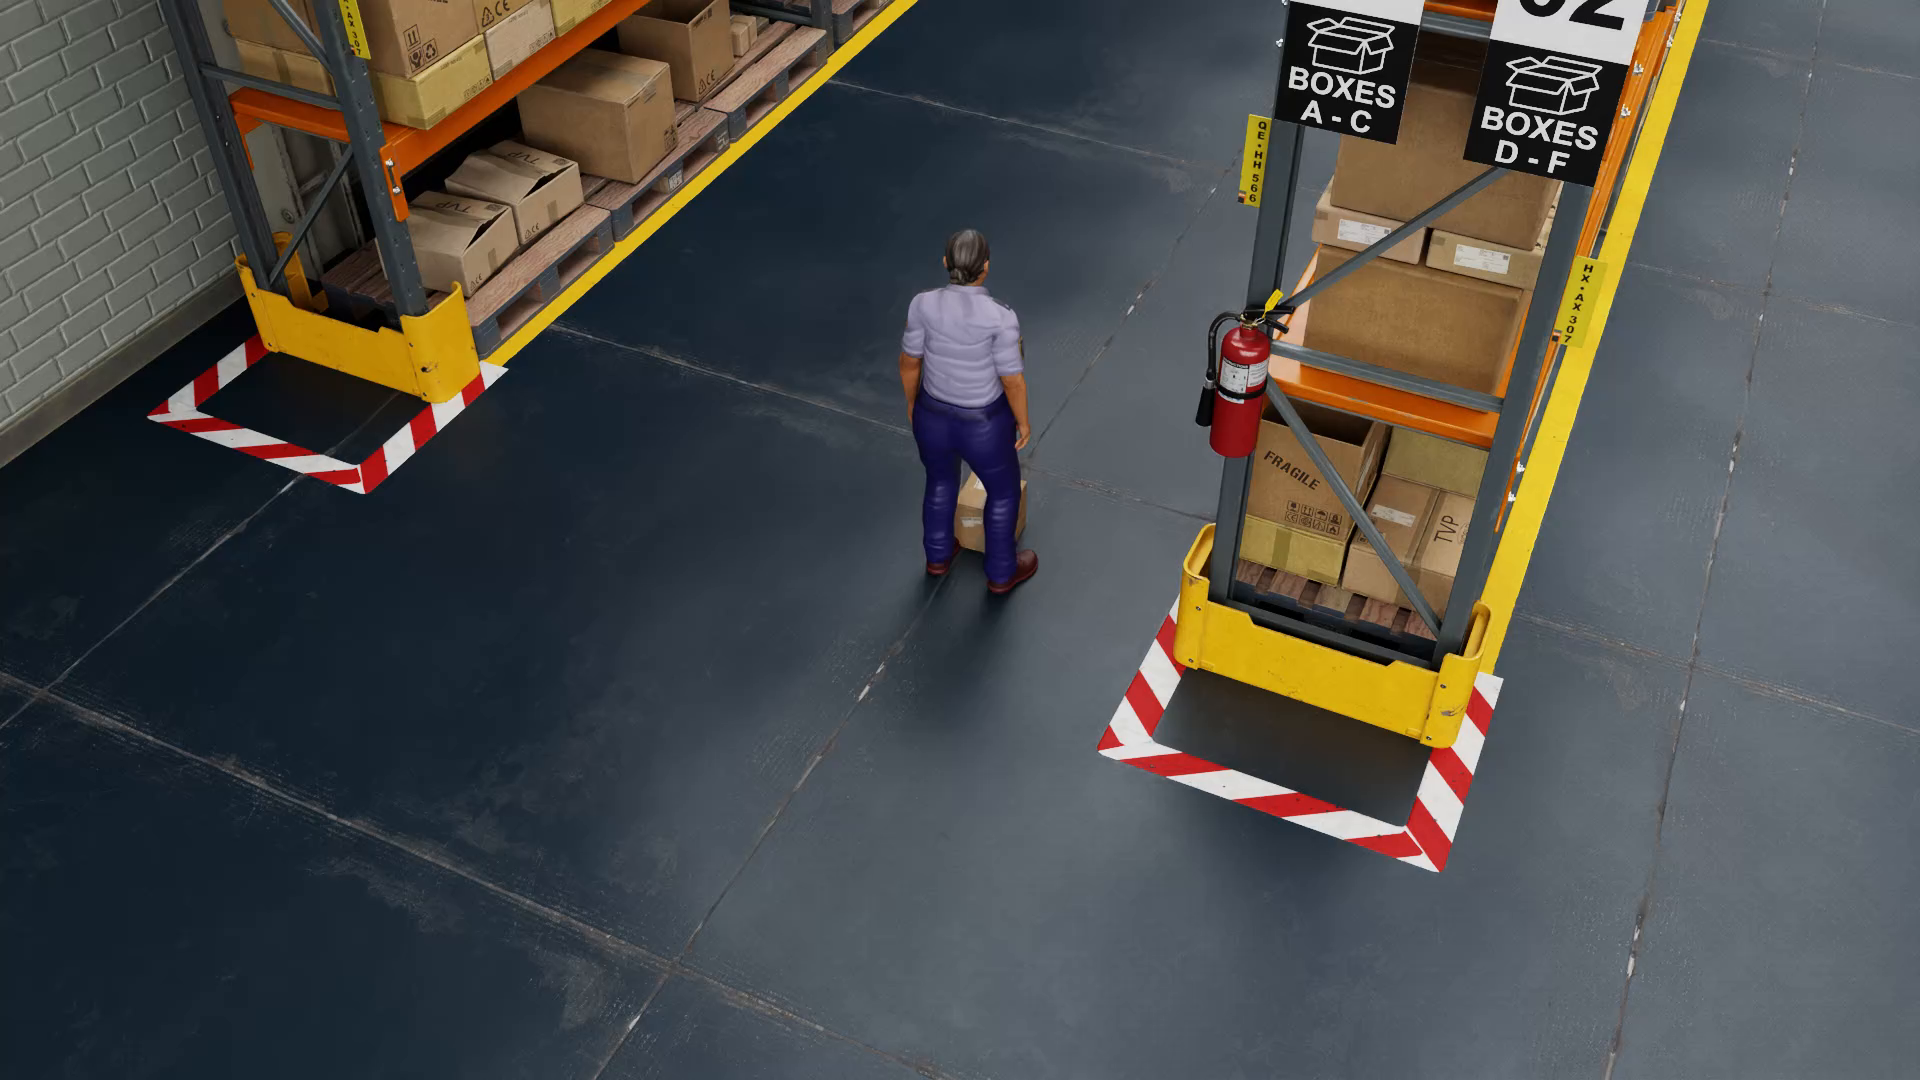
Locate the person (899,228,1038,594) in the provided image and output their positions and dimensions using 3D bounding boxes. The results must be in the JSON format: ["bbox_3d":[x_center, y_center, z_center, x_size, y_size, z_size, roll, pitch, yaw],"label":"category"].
[{"bbox_3d":[0.038,-0.491,6.706,0.564,1.651,0.375,15,44,16],"label":"person"}]
